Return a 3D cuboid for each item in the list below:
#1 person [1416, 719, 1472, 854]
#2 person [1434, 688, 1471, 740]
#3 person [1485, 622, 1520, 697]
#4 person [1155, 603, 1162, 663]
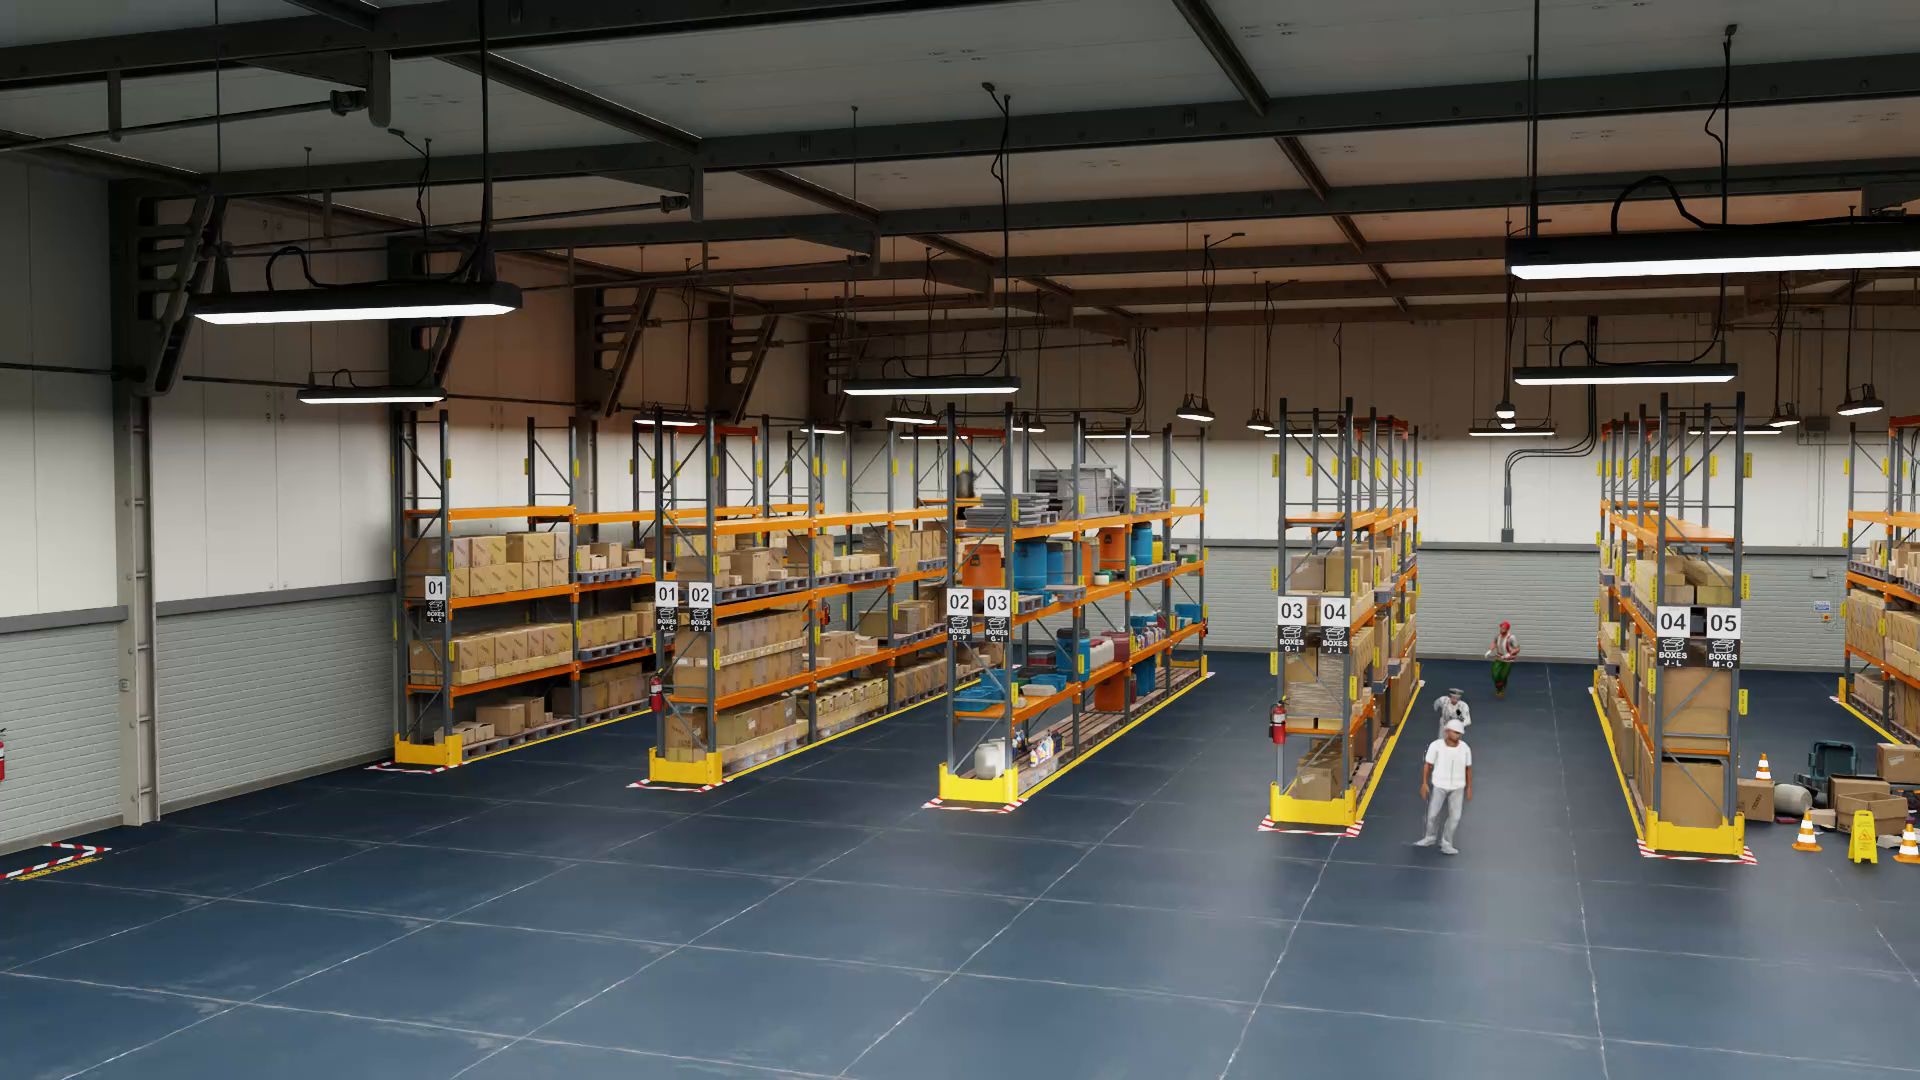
[{"bbox_3d":[6.311,3.195,21.666,0.676,1.749,0.489,0,2,0],"label":"person"},{"bbox_3d":[8.044,3.106,27.216,0.607,1.431,0.954,1,3,19],"label":"person"},{"bbox_3d":[11.905,2.619,36.405,0.763,1.689,0.551,2,3,41],"label":"person"},{"bbox_3d":[5.213,2.361,42.791,0.515,1.628,0.703,2,3,37],"label":"person"}]
